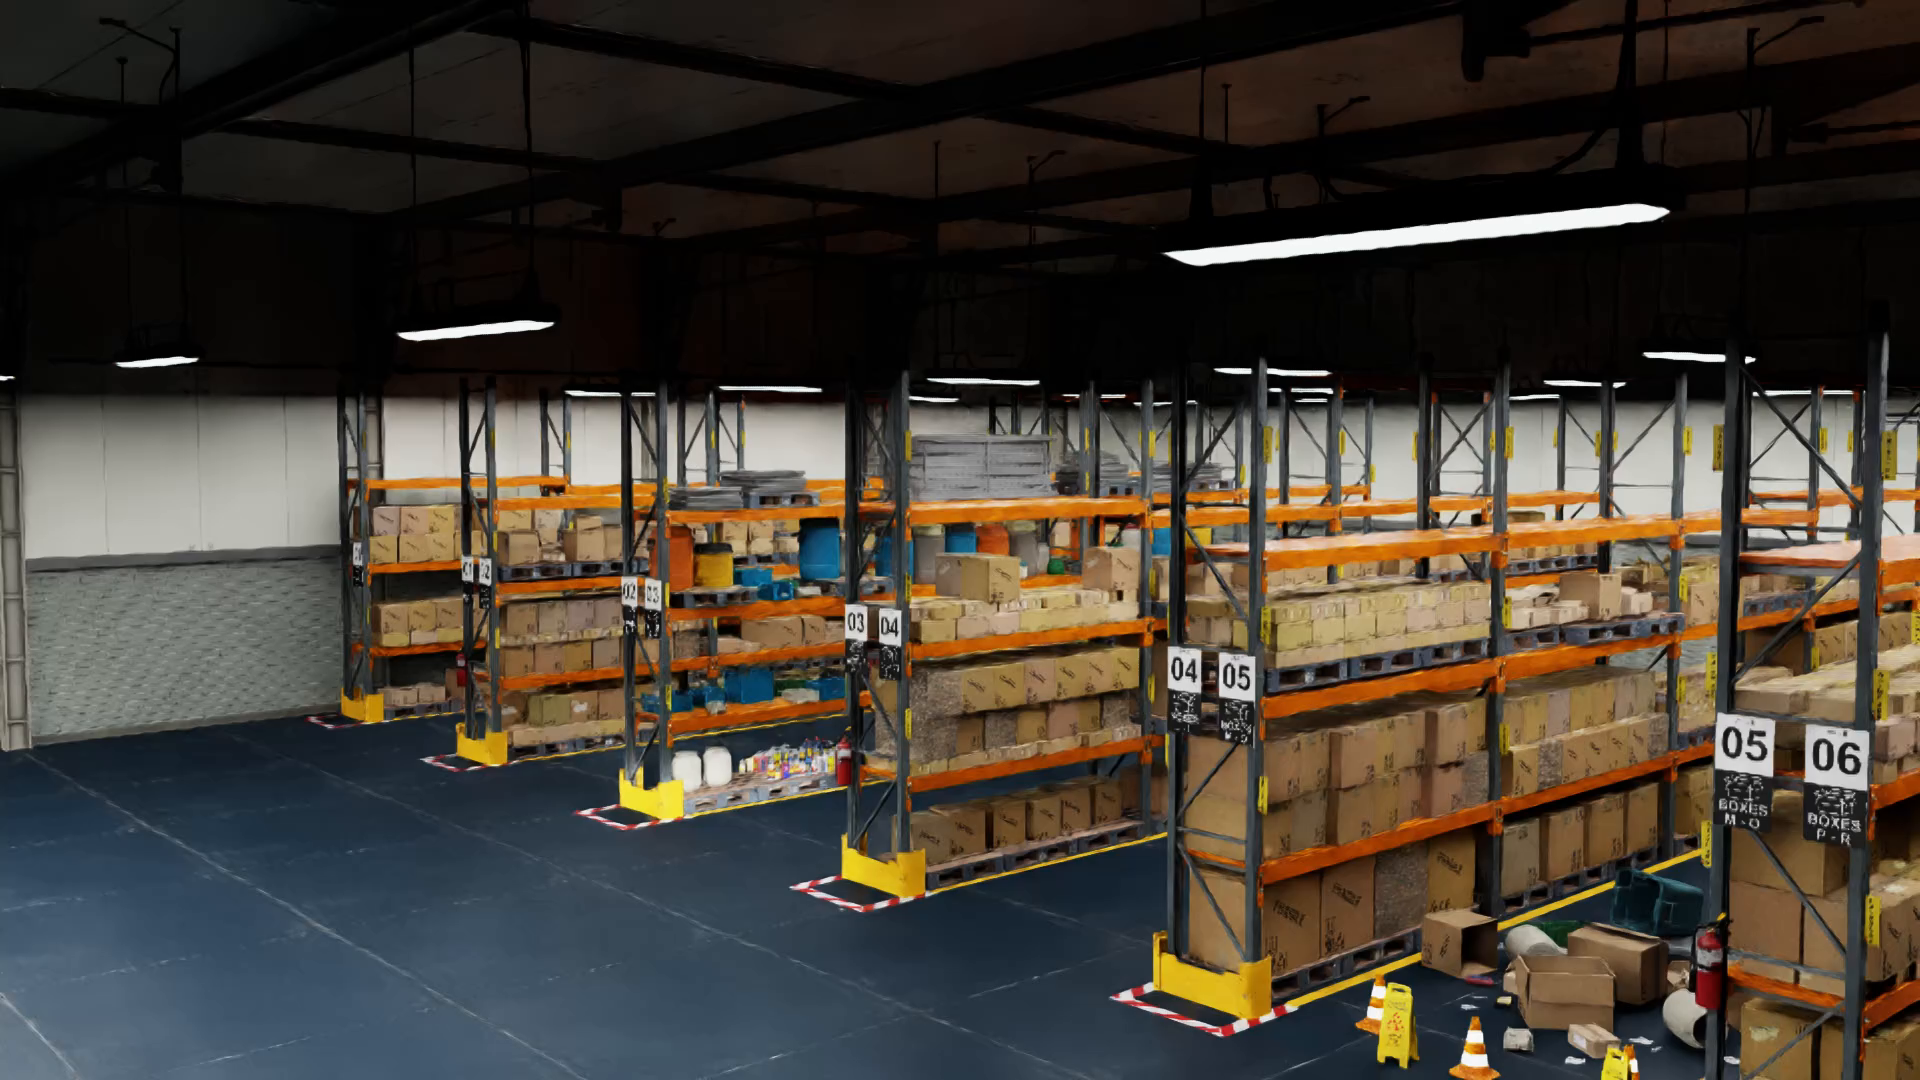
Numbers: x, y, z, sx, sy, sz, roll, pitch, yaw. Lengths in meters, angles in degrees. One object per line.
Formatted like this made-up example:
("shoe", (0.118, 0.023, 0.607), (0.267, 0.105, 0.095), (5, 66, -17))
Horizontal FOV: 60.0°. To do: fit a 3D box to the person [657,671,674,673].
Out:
("person", (-5.460, 2.240, 30.893), (0.453, 1.762, 0.632), (1, 4, 18))
